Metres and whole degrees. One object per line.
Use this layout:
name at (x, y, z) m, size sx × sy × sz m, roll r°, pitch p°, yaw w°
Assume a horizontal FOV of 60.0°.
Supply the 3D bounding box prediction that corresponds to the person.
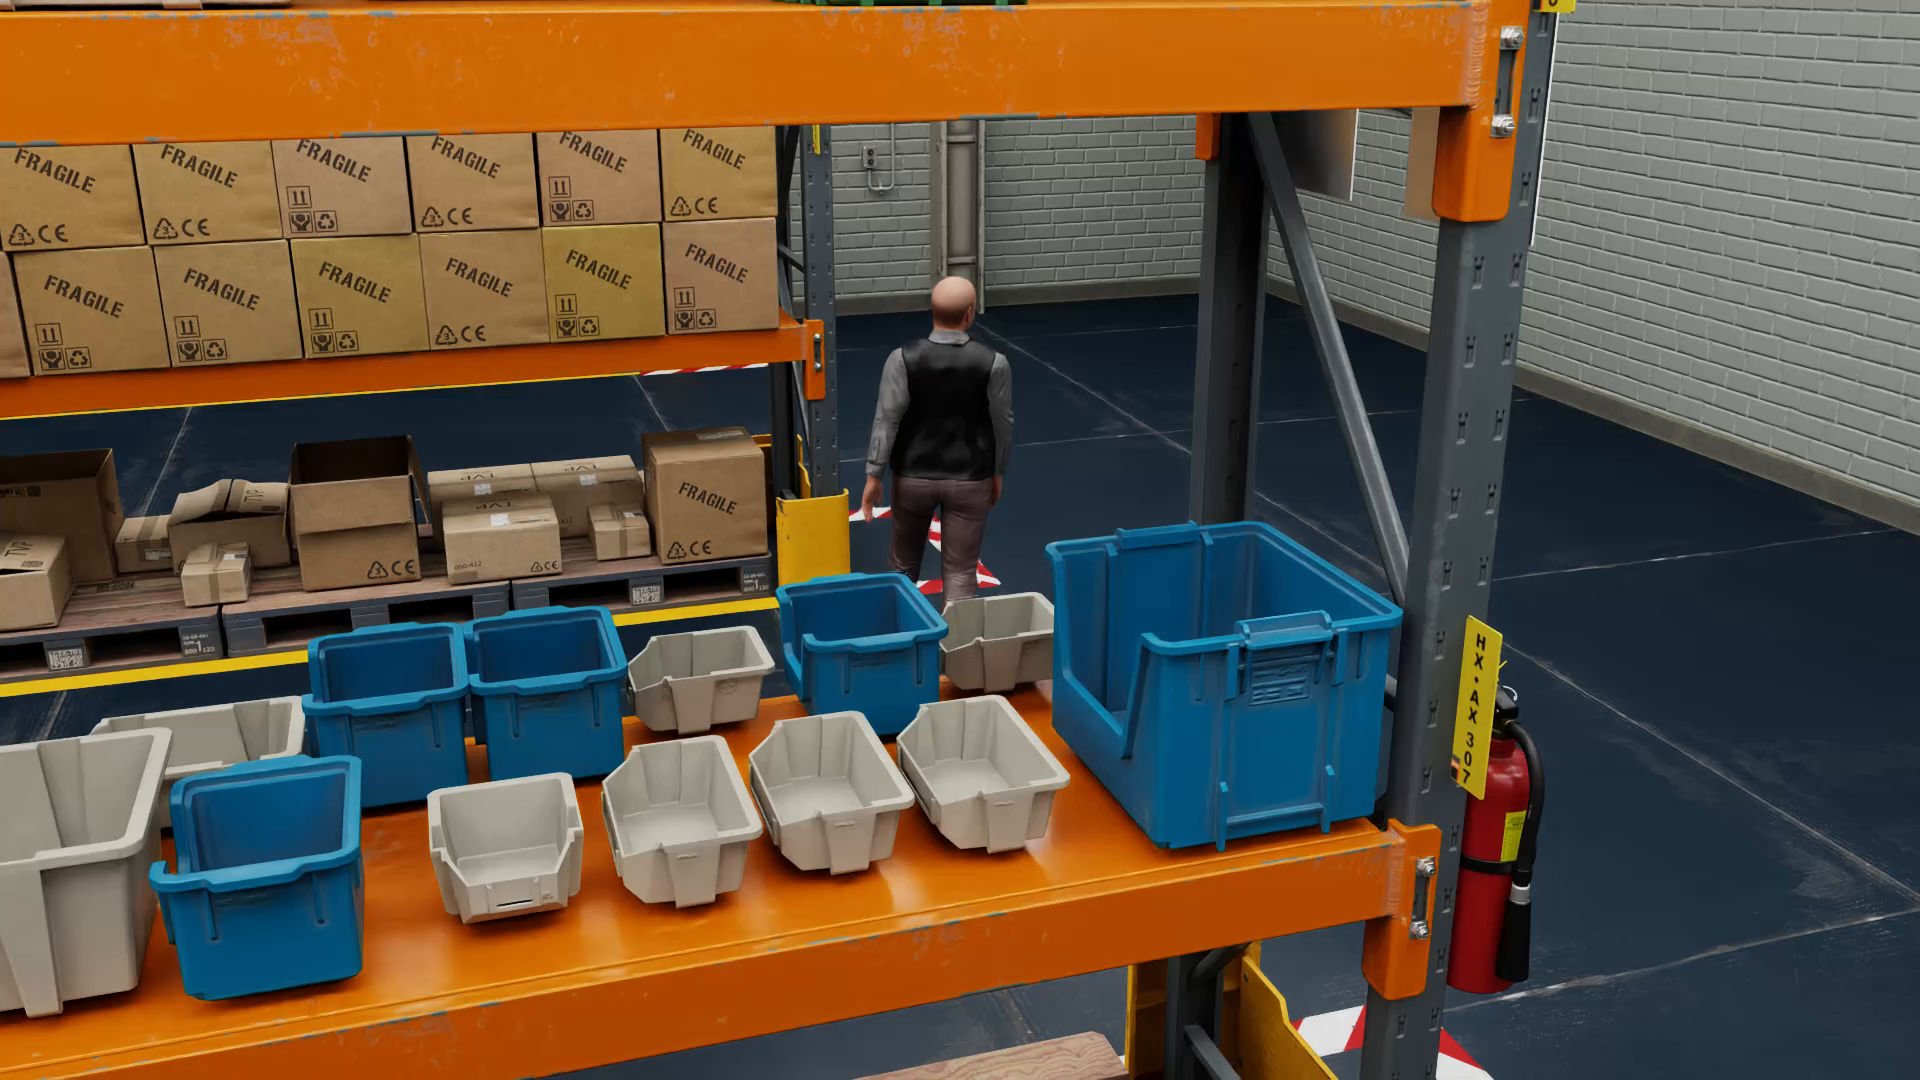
person at (-0.085, -0.278, 6.935) m, size 0.619 × 1.670 × 0.949 m, roll 1°, pitch 19°, yaw 2°
